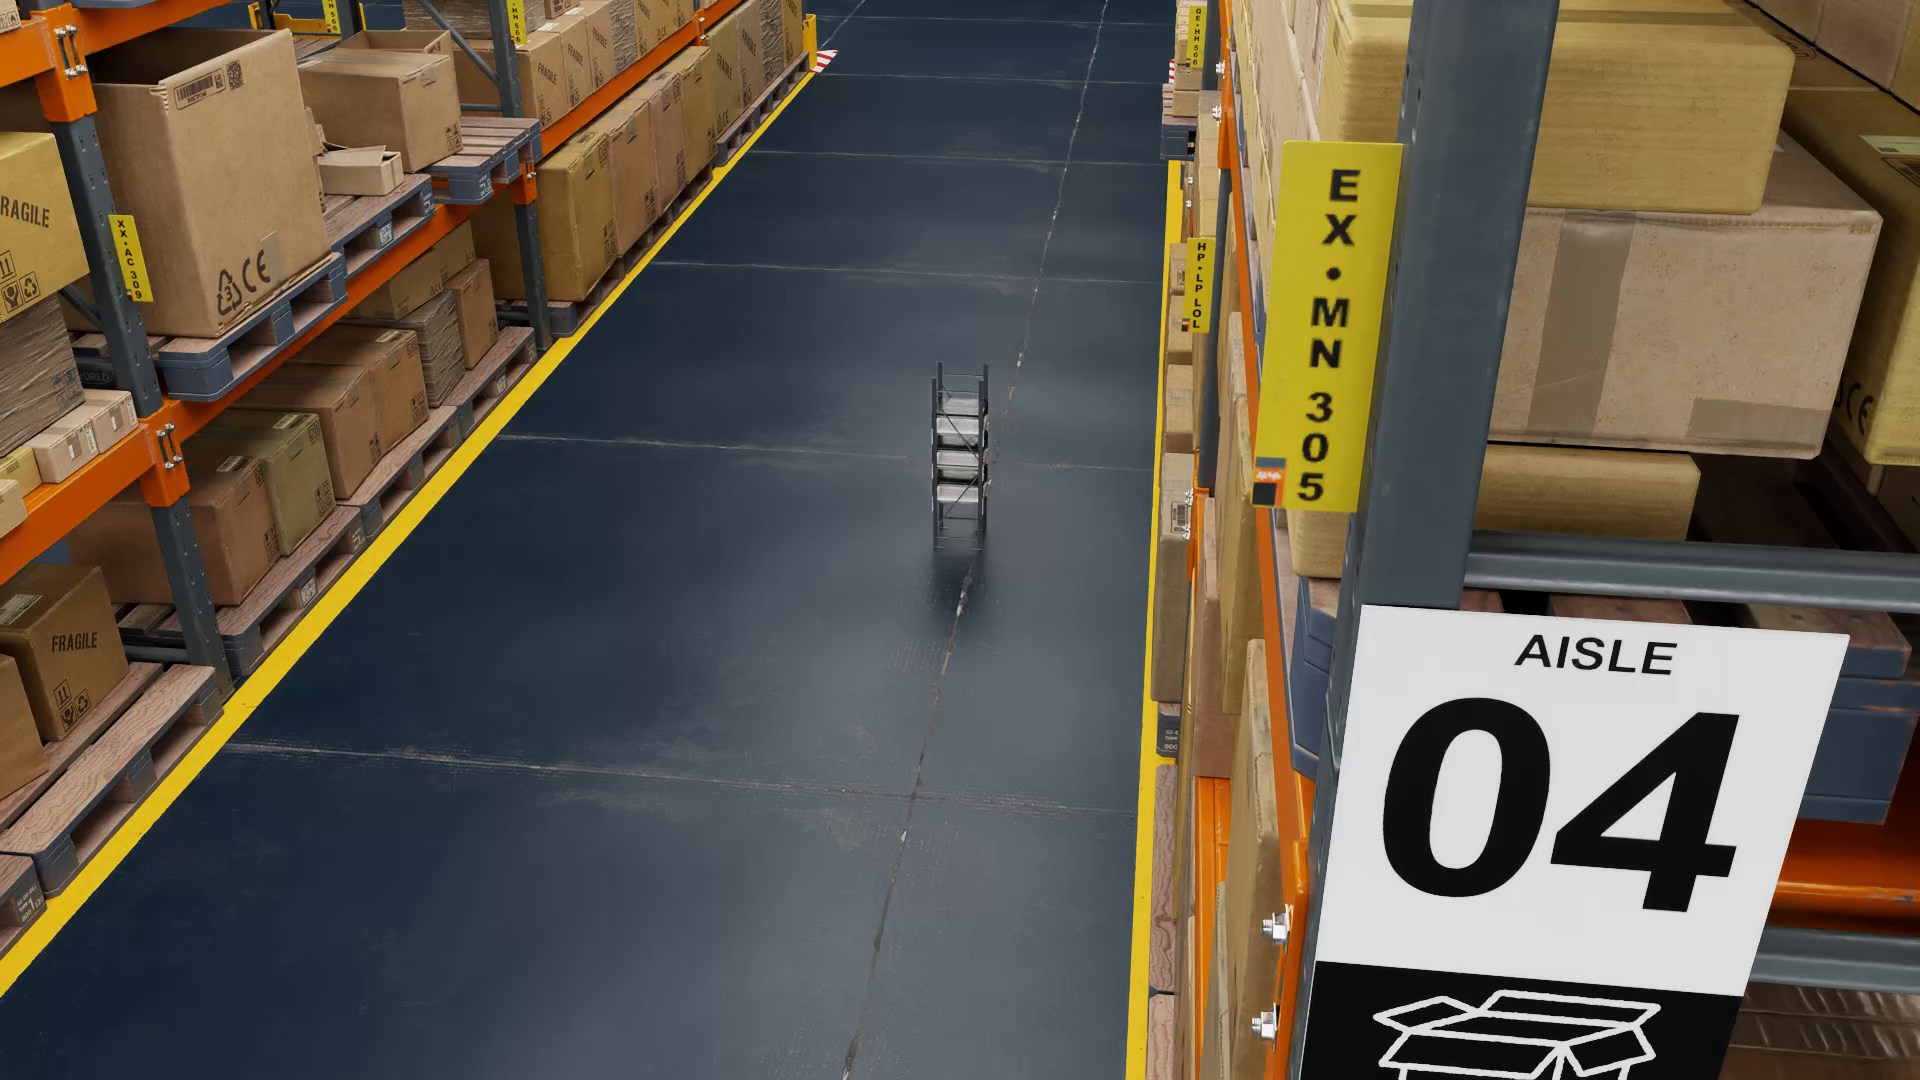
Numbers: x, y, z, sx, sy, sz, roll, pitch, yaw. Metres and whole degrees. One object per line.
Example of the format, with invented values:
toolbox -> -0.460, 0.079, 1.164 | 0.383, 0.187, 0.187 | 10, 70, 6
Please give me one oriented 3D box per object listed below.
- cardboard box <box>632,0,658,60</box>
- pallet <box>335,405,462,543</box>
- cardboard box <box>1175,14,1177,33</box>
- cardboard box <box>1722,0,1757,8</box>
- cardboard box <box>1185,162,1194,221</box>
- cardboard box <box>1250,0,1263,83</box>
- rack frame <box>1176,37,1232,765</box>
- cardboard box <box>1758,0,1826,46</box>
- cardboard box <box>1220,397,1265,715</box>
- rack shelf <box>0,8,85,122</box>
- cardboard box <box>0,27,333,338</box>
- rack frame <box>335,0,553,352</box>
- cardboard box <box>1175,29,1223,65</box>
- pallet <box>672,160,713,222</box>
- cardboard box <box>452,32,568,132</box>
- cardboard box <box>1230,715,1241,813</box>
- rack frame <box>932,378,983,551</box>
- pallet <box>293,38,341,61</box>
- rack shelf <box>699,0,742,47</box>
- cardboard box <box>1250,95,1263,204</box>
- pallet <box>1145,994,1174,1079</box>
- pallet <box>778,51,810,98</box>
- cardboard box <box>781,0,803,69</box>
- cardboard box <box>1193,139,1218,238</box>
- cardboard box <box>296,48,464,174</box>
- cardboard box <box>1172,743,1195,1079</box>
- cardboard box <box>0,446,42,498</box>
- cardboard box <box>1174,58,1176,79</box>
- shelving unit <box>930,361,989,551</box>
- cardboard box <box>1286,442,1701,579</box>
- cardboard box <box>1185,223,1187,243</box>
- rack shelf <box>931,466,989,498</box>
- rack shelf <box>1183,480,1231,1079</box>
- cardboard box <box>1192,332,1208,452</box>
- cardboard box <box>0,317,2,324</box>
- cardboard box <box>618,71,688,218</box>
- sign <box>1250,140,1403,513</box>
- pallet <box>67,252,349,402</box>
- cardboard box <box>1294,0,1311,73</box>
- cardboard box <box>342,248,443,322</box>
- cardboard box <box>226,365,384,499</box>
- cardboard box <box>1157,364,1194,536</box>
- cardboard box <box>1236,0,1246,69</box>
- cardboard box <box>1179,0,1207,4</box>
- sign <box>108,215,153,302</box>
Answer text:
cardboard box -> -2.507, -3.771, 11.981 | 0.500, 0.500, 0.500 | 3, 28, 6
pallet -> -3.336, -0.391, 8.753 | 1.003, 0.211, 1.213 | 3, 28, 6
cardboard box -> 1.684, -3.535, 11.472 | 0.380, 0.149, 0.250 | 2, 28, 4
cardboard box -> 1.279, -0.761, 2.633 | 0.500, 0.250, 0.500 | 3, 28, 6
cardboard box -> 1.698, -2.213, 10.597 | 0.500, 0.250, 0.500 | 4, 29, 7
cardboard box -> 0.813, -1.027, 3.128 | 0.500, 0.250, 0.500 | 4, 29, 7
rack frame -> 1.334, -0.340, 5.719 | 1.000, 3.000, 0.127 | 3, 28, 6
cardboard box -> 1.295, -0.743, 2.180 | 0.380, 0.149, 0.250 | 4, 29, 7
cardboard box -> 1.043, 0.052, 3.694 | 0.875, 0.550, 0.500 | 3, 28, 6
rack shelf -> -3.822, -0.738, 4.054 | 1.077, 0.370, 4.000 | 3, 28, 6
cardboard box -> -3.340, -1.491, 6.779 | 1.000, 1.000, 1.000 | 4, 29, 7
rack frame -> -3.087, -2.559, 9.837 | 1.000, 3.000, 0.127 | 3, 28, 6
cardboard box -> 1.429, -2.817, 9.510 | 0.380, 0.149, 0.250 | 2, 28, 4
pallet -> -2.616, -2.847, 13.311 | 1.003, 0.211, 1.213 | 3, 28, 6
cardboard box -> -2.757, -2.816, 10.209 | 0.500, 0.500, 0.500 | 4, 29, 8
cardboard box -> 1.107, 0.531, 3.944 | 0.875, 0.550, 0.500 | 3, 28, 6
rack frame -> -0.011, -0.352, 7.955 | 0.240, 0.900, 0.006 | 3, 28, 6
pallet -> -7.161, -4.999, 17.306 | 1.003, 0.211, 1.213 | 3, 28, 6
rack shelf -> -2.351, -5.066, 15.250 | 1.077, 0.370, 4.000 | 3, 28, 6
cardboard box -> 0.704, -0.670, 2.886 | 0.380, 0.149, 0.250 | 4, 29, 7
pallet -> 1.016, 1.817, 4.655 | 1.003, 0.211, 1.213 | 3, 28, 6
pallet -> -2.127, -4.716, 16.781 | 1.003, 0.211, 1.213 | 3, 28, 6
cardboard box -> -2.105, -5.268, 16.664 | 0.875, 0.875, 0.875 | 3, 28, 6
cardboard box -> 1.379, -1.595, 7.942 | 0.500, 0.500, 0.500 | 3, 28, 6
cardboard box -> -3.082, -2.263, 8.739 | 0.700, 0.500, 0.500 | 8, 29, 14
cardboard box -> 1.080, 1.127, 4.793 | 0.875, 0.875, 0.875 | 4, 29, 7
cardboard box -> -3.442, -0.216, 5.753 | 0.380, 0.149, 0.250 | 3, 28, 6
cardboard box -> 1.463, -2.813, 9.817 | 0.380, 0.149, 0.250 | 4, 29, 8
shelving unit -> 0.001, -0.400, 8.044 | 0.258, 0.900, 0.210 | 3, 28, 6
cardboard box -> 0.548, -0.072, 1.776 | 0.380, 0.149, 0.250 | 3, 28, 6
cardboard box -> 1.712, -1.877, 10.763 | 0.500, 0.500, 0.500 | 4, 29, 8
rack shelf -> 0.001, -0.291, 8.102 | 0.258, 0.077, 0.200 | 3, 28, 6
rack shelf -> 1.089, 0.918, 4.142 | 1.077, 0.370, 4.000 | 3, 28, 6
cardboard box -> 1.132, -0.645, 6.180 | 0.500, 0.500, 0.500 | 3, 28, 6
cardboard box -> -3.419, -0.828, 5.151 | 0.500, 0.500, 0.500 | 3, 28, 6
cardboard box -> -2.764, -2.968, 12.394 | 1.225, 0.875, 0.875 | 2, 28, 4
sign -> 0.307, -0.171, 1.392 | 0.100, 0.325, 0.005 | 3, 28, 6
pallet -> -3.339, -0.943, 7.040 | 1.003, 0.211, 1.213 | 3, 28, 6
cardboard box -> 0.611, -0.664, 2.032 | 0.380, 0.149, 0.250 | 4, 29, 7
cardboard box -> -3.194, -1.415, 9.095 | 0.500, 0.250, 0.500 | 7, 29, 12
cardboard box -> -3.335, -0.544, 8.268 | 0.700, 0.500, 0.500 | 1, 28, 2
cardboard box -> 1.442, -0.286, 7.547 | 1.050, 0.750, 0.750 | 3, 28, 6
cardboard box -> 0.829, -1.148, 3.773 | 0.380, 0.149, 0.250 | 3, 28, 5
cardboard box -> 1.558, -3.297, 10.402 | 0.380, 0.149, 0.250 | 3, 28, 6
sign -> -3.037, -1.029, 6.085 | 0.100, 0.325, 0.005 | 3, 28, 6
